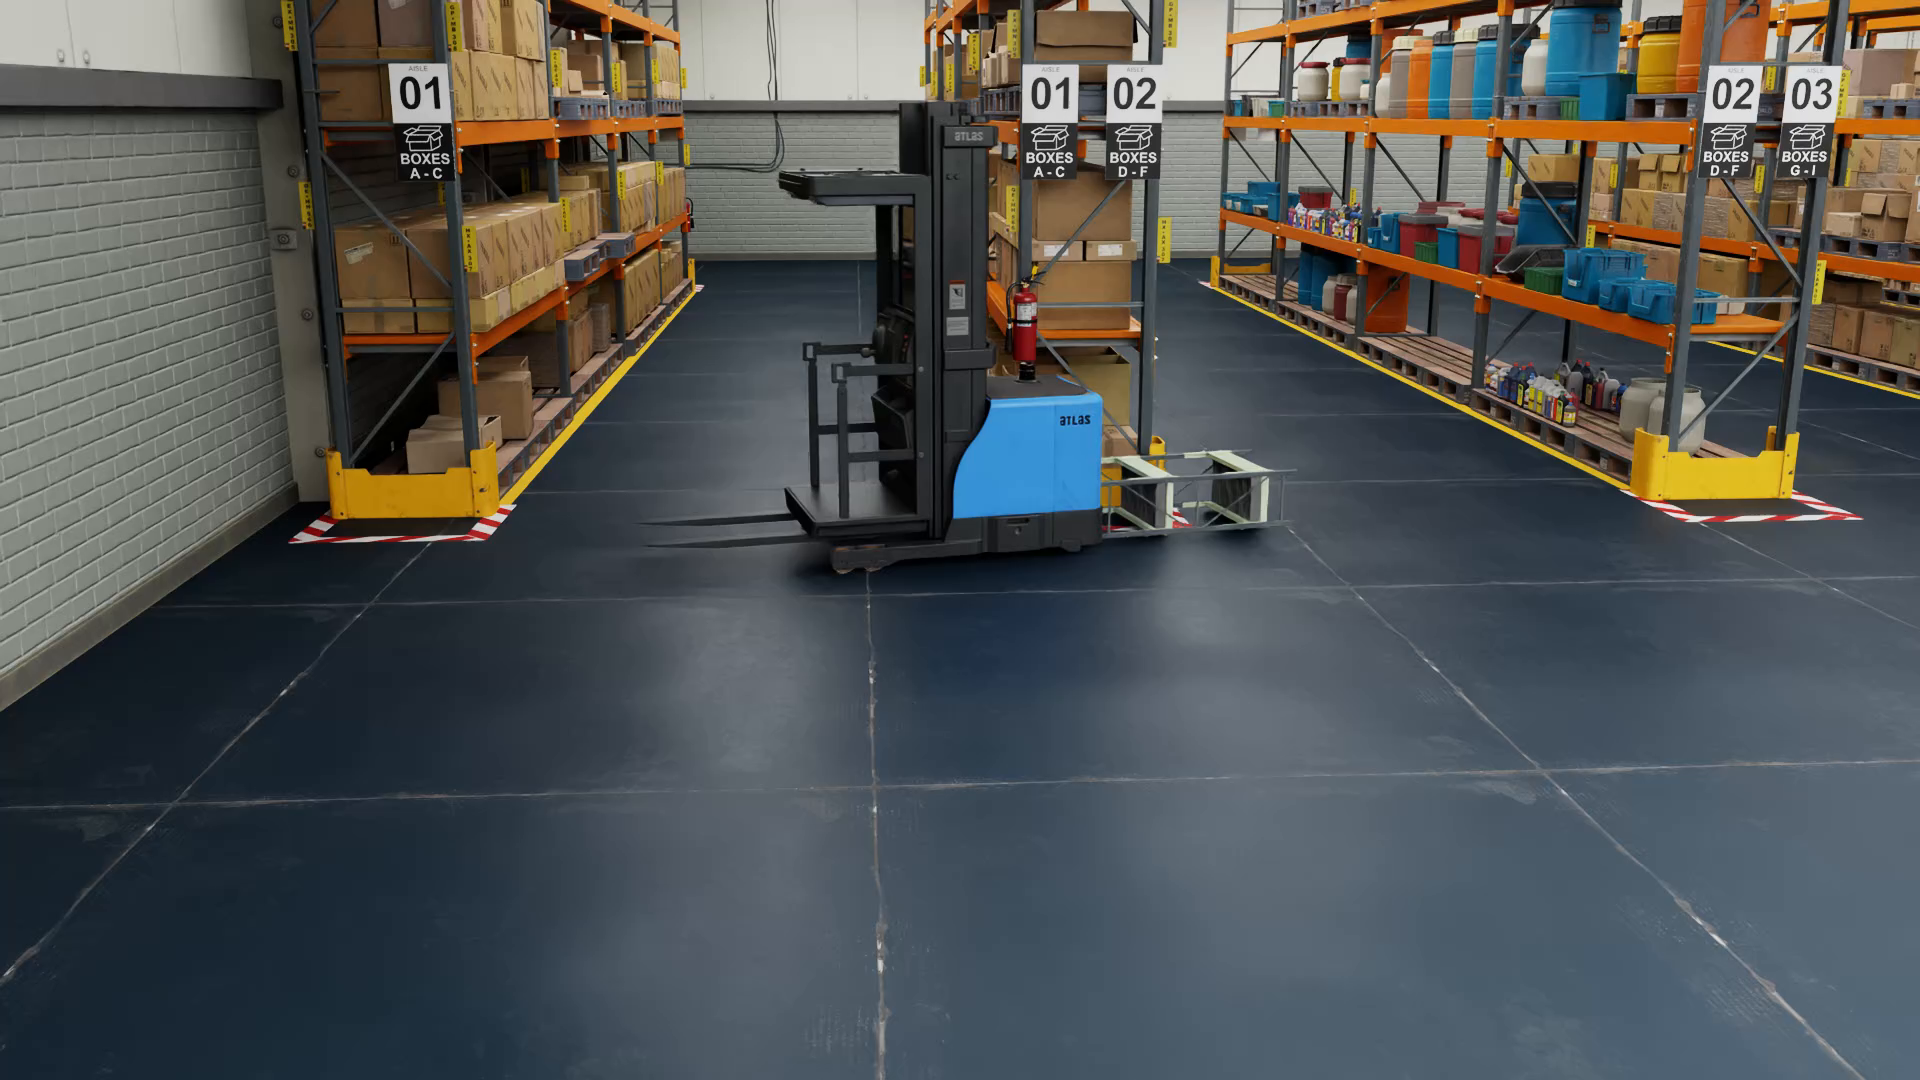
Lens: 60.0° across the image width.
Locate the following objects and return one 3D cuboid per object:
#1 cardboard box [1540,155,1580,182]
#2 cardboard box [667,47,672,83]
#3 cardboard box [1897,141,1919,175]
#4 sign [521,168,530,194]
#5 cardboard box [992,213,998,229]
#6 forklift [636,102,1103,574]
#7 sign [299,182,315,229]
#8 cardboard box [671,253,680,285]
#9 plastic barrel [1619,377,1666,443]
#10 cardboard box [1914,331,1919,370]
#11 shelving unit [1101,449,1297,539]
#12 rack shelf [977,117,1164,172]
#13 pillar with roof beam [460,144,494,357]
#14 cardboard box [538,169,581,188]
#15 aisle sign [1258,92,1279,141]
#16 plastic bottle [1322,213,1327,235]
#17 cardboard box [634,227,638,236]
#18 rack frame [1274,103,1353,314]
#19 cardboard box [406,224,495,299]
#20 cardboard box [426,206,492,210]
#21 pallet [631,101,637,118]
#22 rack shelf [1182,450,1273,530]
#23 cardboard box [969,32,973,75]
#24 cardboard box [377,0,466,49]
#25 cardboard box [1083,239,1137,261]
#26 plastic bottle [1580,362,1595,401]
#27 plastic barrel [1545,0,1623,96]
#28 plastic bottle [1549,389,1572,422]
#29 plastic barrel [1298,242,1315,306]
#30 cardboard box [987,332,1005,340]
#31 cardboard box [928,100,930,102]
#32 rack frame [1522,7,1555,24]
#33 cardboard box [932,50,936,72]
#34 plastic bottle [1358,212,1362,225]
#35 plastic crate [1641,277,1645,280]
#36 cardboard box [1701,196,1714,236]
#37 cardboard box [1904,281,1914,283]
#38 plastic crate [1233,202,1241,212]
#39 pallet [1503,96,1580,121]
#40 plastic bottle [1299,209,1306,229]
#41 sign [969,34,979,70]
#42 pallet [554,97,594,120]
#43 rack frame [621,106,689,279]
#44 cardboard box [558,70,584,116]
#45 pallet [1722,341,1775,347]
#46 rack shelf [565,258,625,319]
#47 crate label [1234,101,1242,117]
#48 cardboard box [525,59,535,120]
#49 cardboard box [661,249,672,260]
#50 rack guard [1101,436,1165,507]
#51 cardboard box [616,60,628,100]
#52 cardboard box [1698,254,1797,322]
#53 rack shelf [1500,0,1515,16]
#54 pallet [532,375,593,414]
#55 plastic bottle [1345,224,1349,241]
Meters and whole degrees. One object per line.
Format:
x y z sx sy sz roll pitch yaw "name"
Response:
9.651 -5.902 26.646 0.500 0.500 0.500 -1 14 -5 "cardboard box"
-4.631 -7.178 25.137 0.500 0.500 0.500 -2 15 -6 "cardboard box"
14.690 -5.819 25.318 0.500 0.500 0.500 -1 14 -5 "cardboard box"
-5.068 -4.177 19.416 0.100 0.325 0.005 -1 14 -3 "sign"
0.501 -3.001 15.667 0.380 0.149 0.250 -1 14 -4 "cardboard box"
-0.618 -1.350 10.891 3.031 2.935 1.130 -4 15 -15 "forklift"
-4.574 -2.346 11.667 0.100 0.325 0.005 -1 14 -3 "sign"
-4.835 -4.311 26.435 0.700 0.500 0.500 -1 14 -4 "cardboard box"
5.721 -1.074 13.832 0.421 0.512 0.421 0 14 0 "plastic barrel"
10.549 -2.016 17.474 0.700 0.500 0.500 -2 15 -8 "cardboard box"
1.542 -0.340 11.862 1.500 0.431 0.755 -4 15 -15 "shelving unit"
0.802 -3.315 13.814 1.077 0.370 4.000 -1 14 -3 "rack shelf"
-1.000 -6.261 17.799 9.100 9.000 0.400 -1 14 -3 "pillar with roof beam"
-4.801 -4.300 19.874 0.500 0.250 0.500 0 14 -2 "cardboard box"
5.166 -7.049 27.687 0.394 0.787 0.004 -1 14 -3 "aisle sign"
4.833 -4.179 21.984 0.061 0.283 0.133 -1 14 -3 "plastic bottle"
-4.418 -4.046 21.694 0.380 0.149 0.250 0 14 -2 "cardboard box"
5.126 -4.773 24.058 1.000 3.000 0.127 -1 14 -3 "rack frame"
-3.748 -2.059 12.266 0.500 0.500 0.500 -1 14 -3 "cardboard box"
-4.417 -2.682 14.686 0.500 0.500 0.500 -1 14 -4 "cardboard box"
-4.679 -5.424 20.947 1.003 0.211 1.213 0 14 -1 "pallet"
1.917 -0.366 11.965 0.370 0.431 0.720 -4 15 -15 "rack shelf"
0.378 -5.924 20.302 0.500 0.500 0.500 -1 14 -3 "cardboard box"
-3.800 -3.730 11.738 0.500 0.500 0.500 -2 15 -7 "cardboard box"
1.116 -2.177 12.464 0.380 0.149 0.250 -1 14 -4 "cardboard box"
5.961 -1.510 15.810 0.144 0.351 0.185 -2 15 -6 "plastic bottle"
5.577 -4.433 14.868 0.600 0.901 0.708 -1 14 -3 "plastic barrel"
5.330 -1.196 14.737 0.152 0.276 0.135 -1 14 -3 "plastic bottle"
5.143 -3.825 23.740 0.600 0.901 0.708 -1 14 -3 "plastic barrel"
0.456 -1.574 14.795 0.500 0.500 0.500 -1 14 -3 "cardboard box"
-0.237 -6.692 25.796 0.500 0.250 0.500 -1 14 -3 "cardboard box"
9.822 -8.750 27.474 1.000 3.000 0.127 -1 14 -3 "rack frame"
-0.071 -7.425 26.136 0.700 0.500 0.500 -1 14 -3 "cardboard box"
5.426 -4.304 22.492 0.097 0.271 0.097 0 14 0 "plastic bottle"
5.975 -2.256 14.804 0.530 0.136 0.437 -1 14 -3 "plastic crate"
9.979 -4.275 21.922 0.500 0.500 0.500 -1 14 -5 "cardboard box"
14.660 -4.008 25.367 0.380 0.149 0.250 -2 15 -6 "cardboard box"
4.544 -5.353 26.720 0.250 0.136 0.298 -1 14 -3 "plastic crate"
5.764 -3.967 15.283 1.213 0.211 1.003 -1 14 -3 "pallet"
4.777 -4.470 23.136 0.097 0.271 0.097 0 14 0 "plastic bottle"
0.137 -4.553 15.512 0.100 0.325 0.005 -1 14 -3 "sign"
-4.198 -4.147 15.983 1.213 0.211 1.003 -1 14 -3 "pallet"
-5.010 -5.615 27.330 1.000 3.000 0.127 -1 14 -3 "rack frame"
-4.526 -4.814 17.949 0.797 0.503 0.637 1 14 4 "cardboard box"
10.344 -2.702 21.603 1.003 0.211 1.213 -1 14 -3 "pallet"
-4.390 -2.780 17.753 1.077 0.370 4.000 -1 14 -3 "rack shelf"
4.613 -6.914 26.658 0.408 0.251 0.502 -1 14 -3 "crate label"
-3.970 -3.894 14.379 0.500 0.500 0.500 -2 15 -8 "cardboard box"
-4.578 -4.332 25.217 0.380 0.149 0.250 -1 14 -5 "cardboard box"
0.927 -0.497 12.453 1.175 0.500 0.348 -1 14 -3 "rack guard"
-4.718 -5.976 21.631 0.700 0.500 0.500 -1 14 -4 "cardboard box"
10.295 -3.201 21.369 1.225 0.875 0.875 -2 15 -6 "cardboard box"
5.746 -4.649 13.784 1.077 0.370 4.000 -1 14 -3 "rack shelf"
-4.316 -1.474 16.831 1.003 0.211 1.213 -1 14 -3 "pallet"
4.914 -3.887 21.011 0.097 0.201 0.097 0 14 0 "plastic bottle"
